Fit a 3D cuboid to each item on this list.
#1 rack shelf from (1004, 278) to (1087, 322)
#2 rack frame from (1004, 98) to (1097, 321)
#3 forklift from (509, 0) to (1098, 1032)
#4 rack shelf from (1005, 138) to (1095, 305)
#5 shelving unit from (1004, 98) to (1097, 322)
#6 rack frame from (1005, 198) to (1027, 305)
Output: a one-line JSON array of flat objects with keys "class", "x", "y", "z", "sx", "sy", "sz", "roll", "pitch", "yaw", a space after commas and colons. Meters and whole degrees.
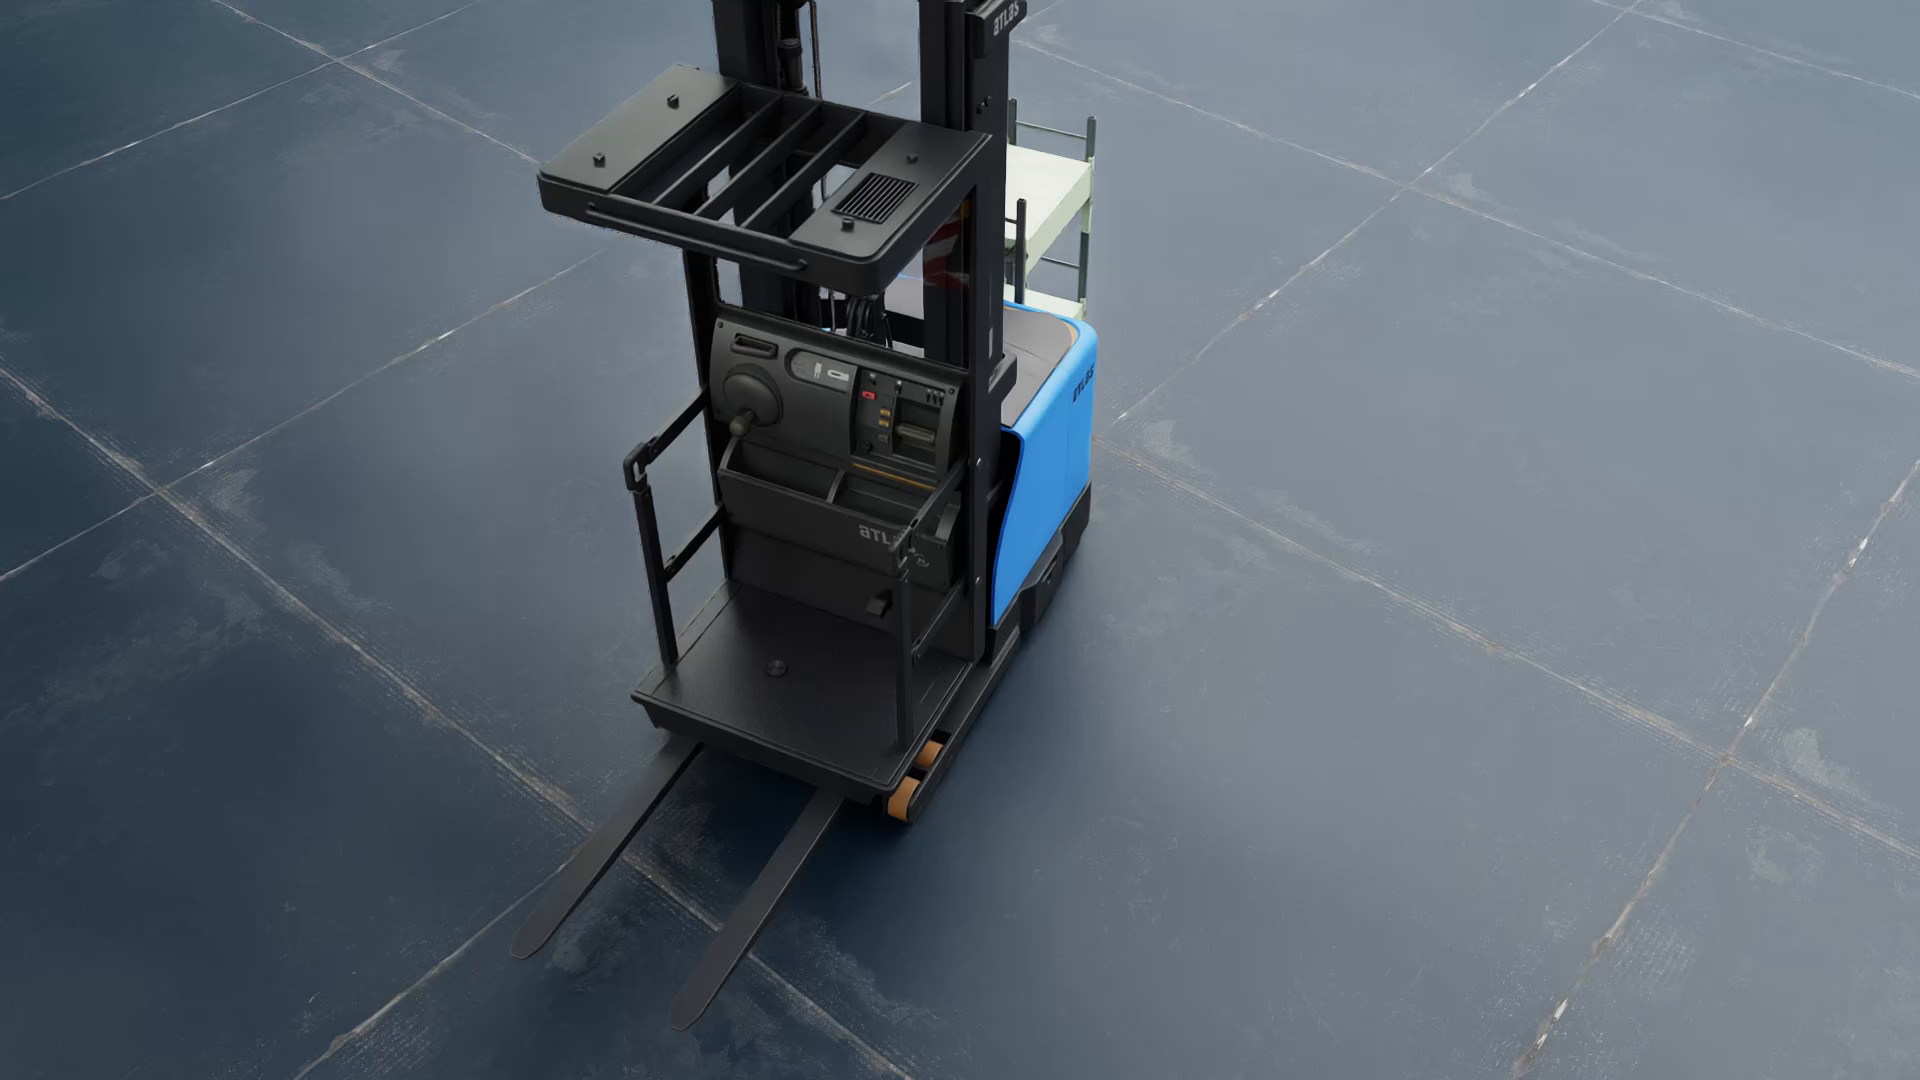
[{"class": "rack shelf", "x": 0.232, "y": -0.803, "z": 7.503, "sx": 0.431, "sy": 0.370, "sz": 0.720, "roll": 18, "pitch": 45, "yaw": 18}, {"class": "rack frame", "x": 0.388, "y": -1.267, "z": 7.529, "sx": 0.400, "sy": 1.500, "sz": 0.023, "roll": 18, "pitch": 45, "yaw": 18}, {"class": "forklift", "x": -0.525, "y": -0.392, "z": 5.502, "sx": 1.130, "sy": 2.935, "sz": 3.031, "roll": 18, "pitch": 45, "yaw": 18}, {"class": "rack shelf", "x": 0.232, "y": -1.333, "z": 7.021, "sx": 0.431, "sy": 0.370, "sz": 0.720, "roll": 18, "pitch": 45, "yaw": 18}, {"class": "shelving unit", "x": 0.232, "y": -1.044, "z": 7.284, "sx": 0.431, "sy": 1.500, "sz": 0.755, "roll": 18, "pitch": 45, "yaw": 18}, {"class": "rack frame", "x": 0.075, "y": -0.822, "z": 7.039, "sx": 0.400, "sy": 1.500, "sz": 0.023, "roll": 18, "pitch": 45, "yaw": 18}]
